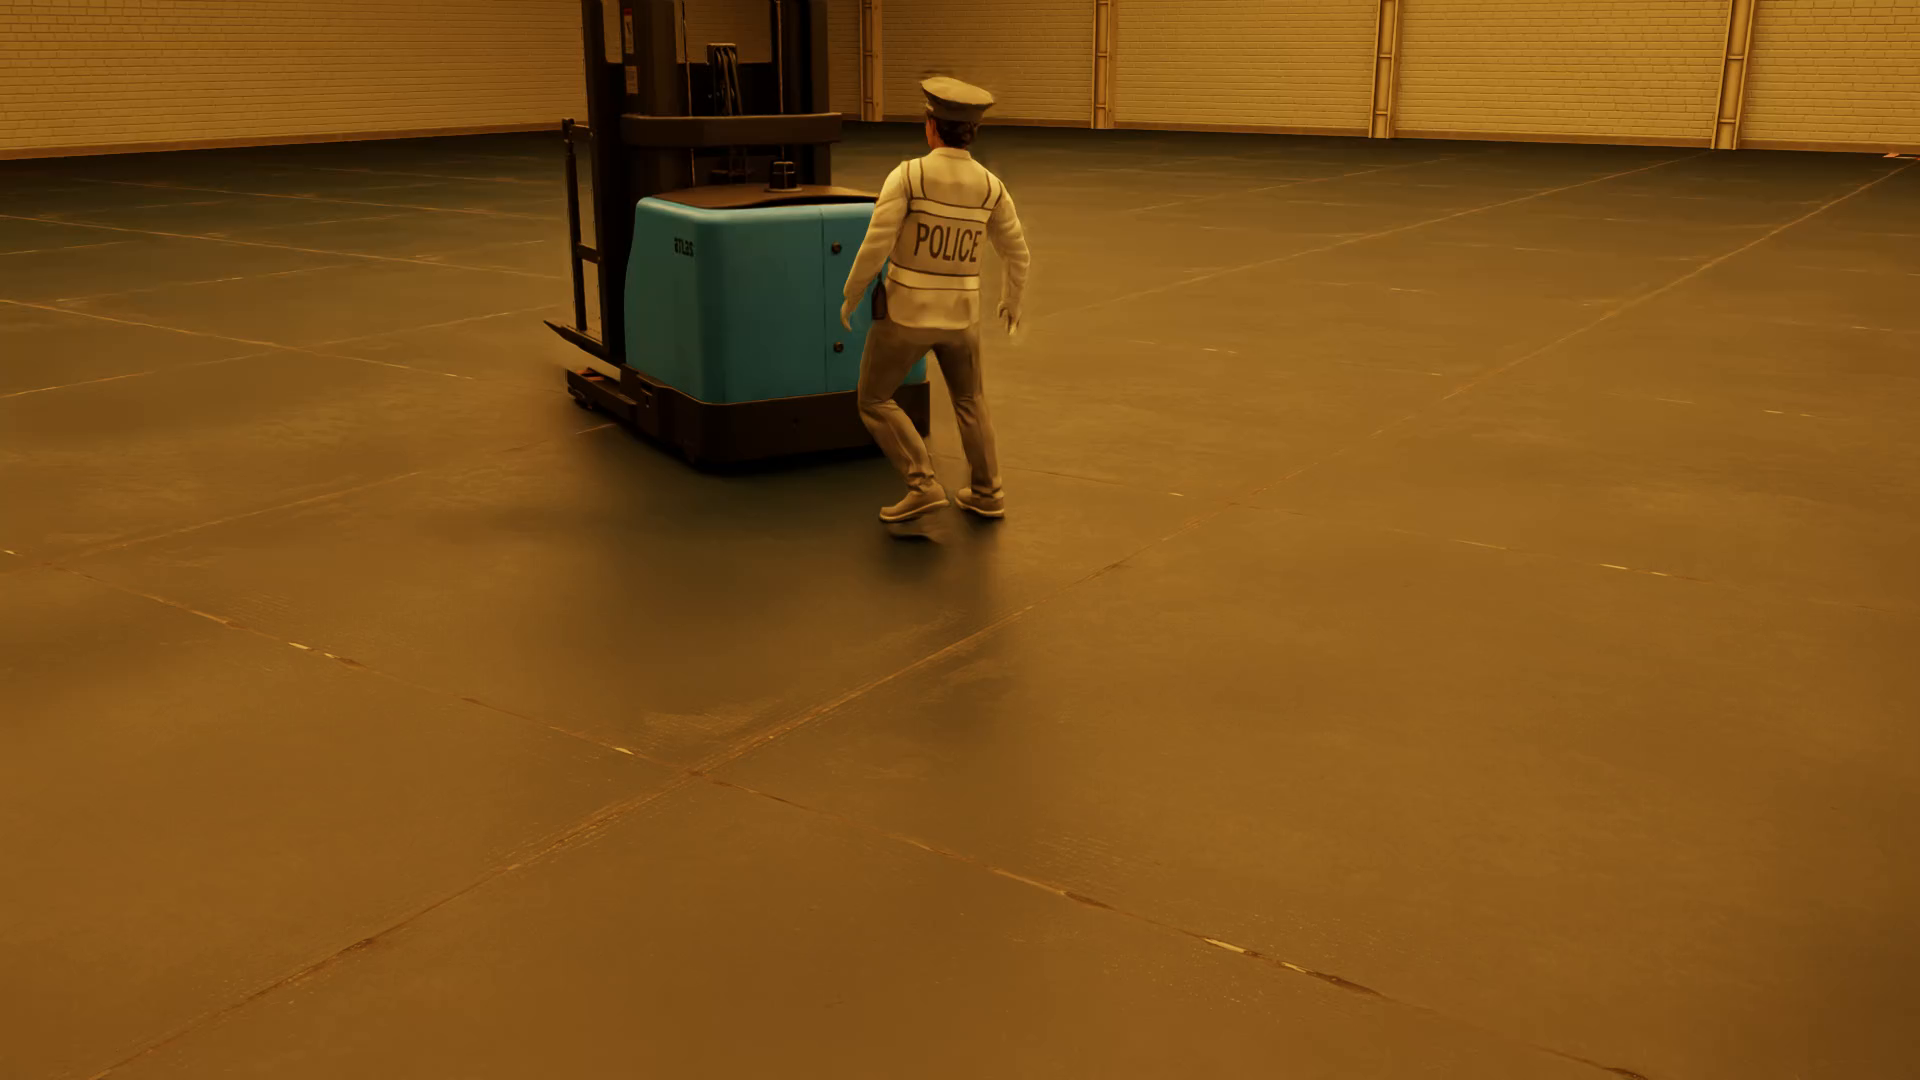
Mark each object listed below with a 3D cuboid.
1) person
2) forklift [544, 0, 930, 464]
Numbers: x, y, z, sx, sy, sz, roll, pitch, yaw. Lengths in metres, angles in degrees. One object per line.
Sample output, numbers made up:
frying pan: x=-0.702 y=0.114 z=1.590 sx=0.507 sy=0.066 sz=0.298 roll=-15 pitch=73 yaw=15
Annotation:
person: x=-0.072 y=-0.820 z=5.897 sx=0.714 sy=1.591 sz=0.549 roll=-7 pitch=18 yaw=-21
forklift: x=-1.288 y=-2.091 z=7.824 sx=1.130 sy=2.935 sz=3.031 roll=-9 pitch=19 yaw=-28
